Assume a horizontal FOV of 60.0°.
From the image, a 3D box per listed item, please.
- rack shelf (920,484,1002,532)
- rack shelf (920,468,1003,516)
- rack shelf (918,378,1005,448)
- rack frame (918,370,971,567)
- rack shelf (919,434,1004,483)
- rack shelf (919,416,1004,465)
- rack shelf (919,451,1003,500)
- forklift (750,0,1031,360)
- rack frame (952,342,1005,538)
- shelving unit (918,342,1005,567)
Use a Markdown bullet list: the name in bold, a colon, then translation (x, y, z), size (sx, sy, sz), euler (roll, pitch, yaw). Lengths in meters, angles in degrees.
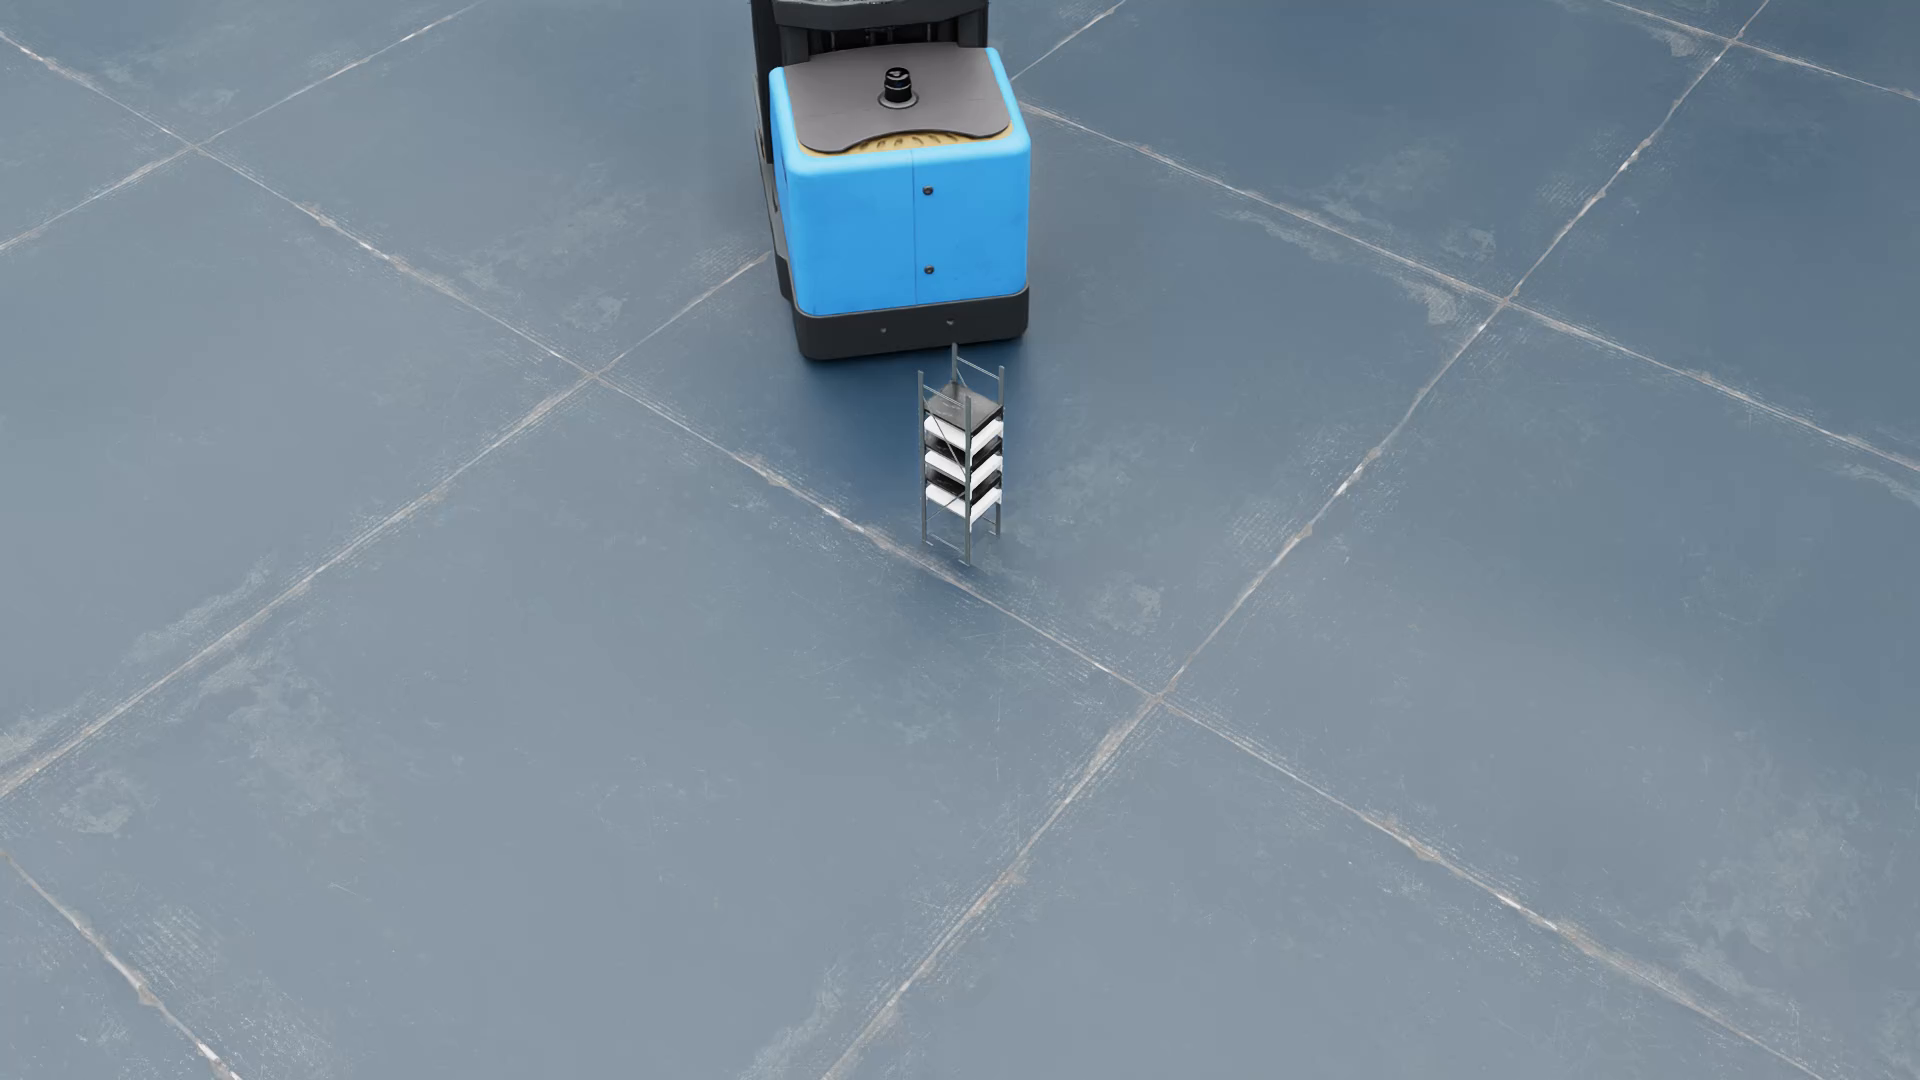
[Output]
- **rack shelf**: translation (0.005, -0.168, 6.583), size (0.258, 0.077, 0.200), euler (29, 53, 25)
- **rack shelf**: translation (0.005, -0.230, 6.518), size (0.258, 0.077, 0.200), euler (29, 53, 25)
- **rack shelf**: translation (0.005, -0.479, 6.258), size (0.258, 0.077, 0.200), euler (29, 53, 25)
- **rack frame**: translation (-0.057, -0.257, 6.373), size (0.240, 0.900, 0.006), euler (29, 53, 25)
- **rack shelf**: translation (0.005, -0.355, 6.388), size (0.258, 0.077, 0.200), euler (29, 53, 25)
- **rack shelf**: translation (0.005, -0.417, 6.323), size (0.258, 0.077, 0.200), euler (29, 53, 25)
- **rack shelf**: translation (0.005, -0.292, 6.453), size (0.258, 0.077, 0.200), euler (29, 53, 25)
- **forklift**: translation (-0.457, -2.898, 7.491), size (1.130, 2.935, 3.031), euler (-7, 47, -7)
- **rack frame**: translation (0.067, -0.374, 6.485), size (0.240, 0.900, 0.006), euler (29, 53, 25)
- **shelving unit**: translation (0.005, -0.315, 6.429), size (0.258, 0.900, 0.210), euler (29, 53, 25)
